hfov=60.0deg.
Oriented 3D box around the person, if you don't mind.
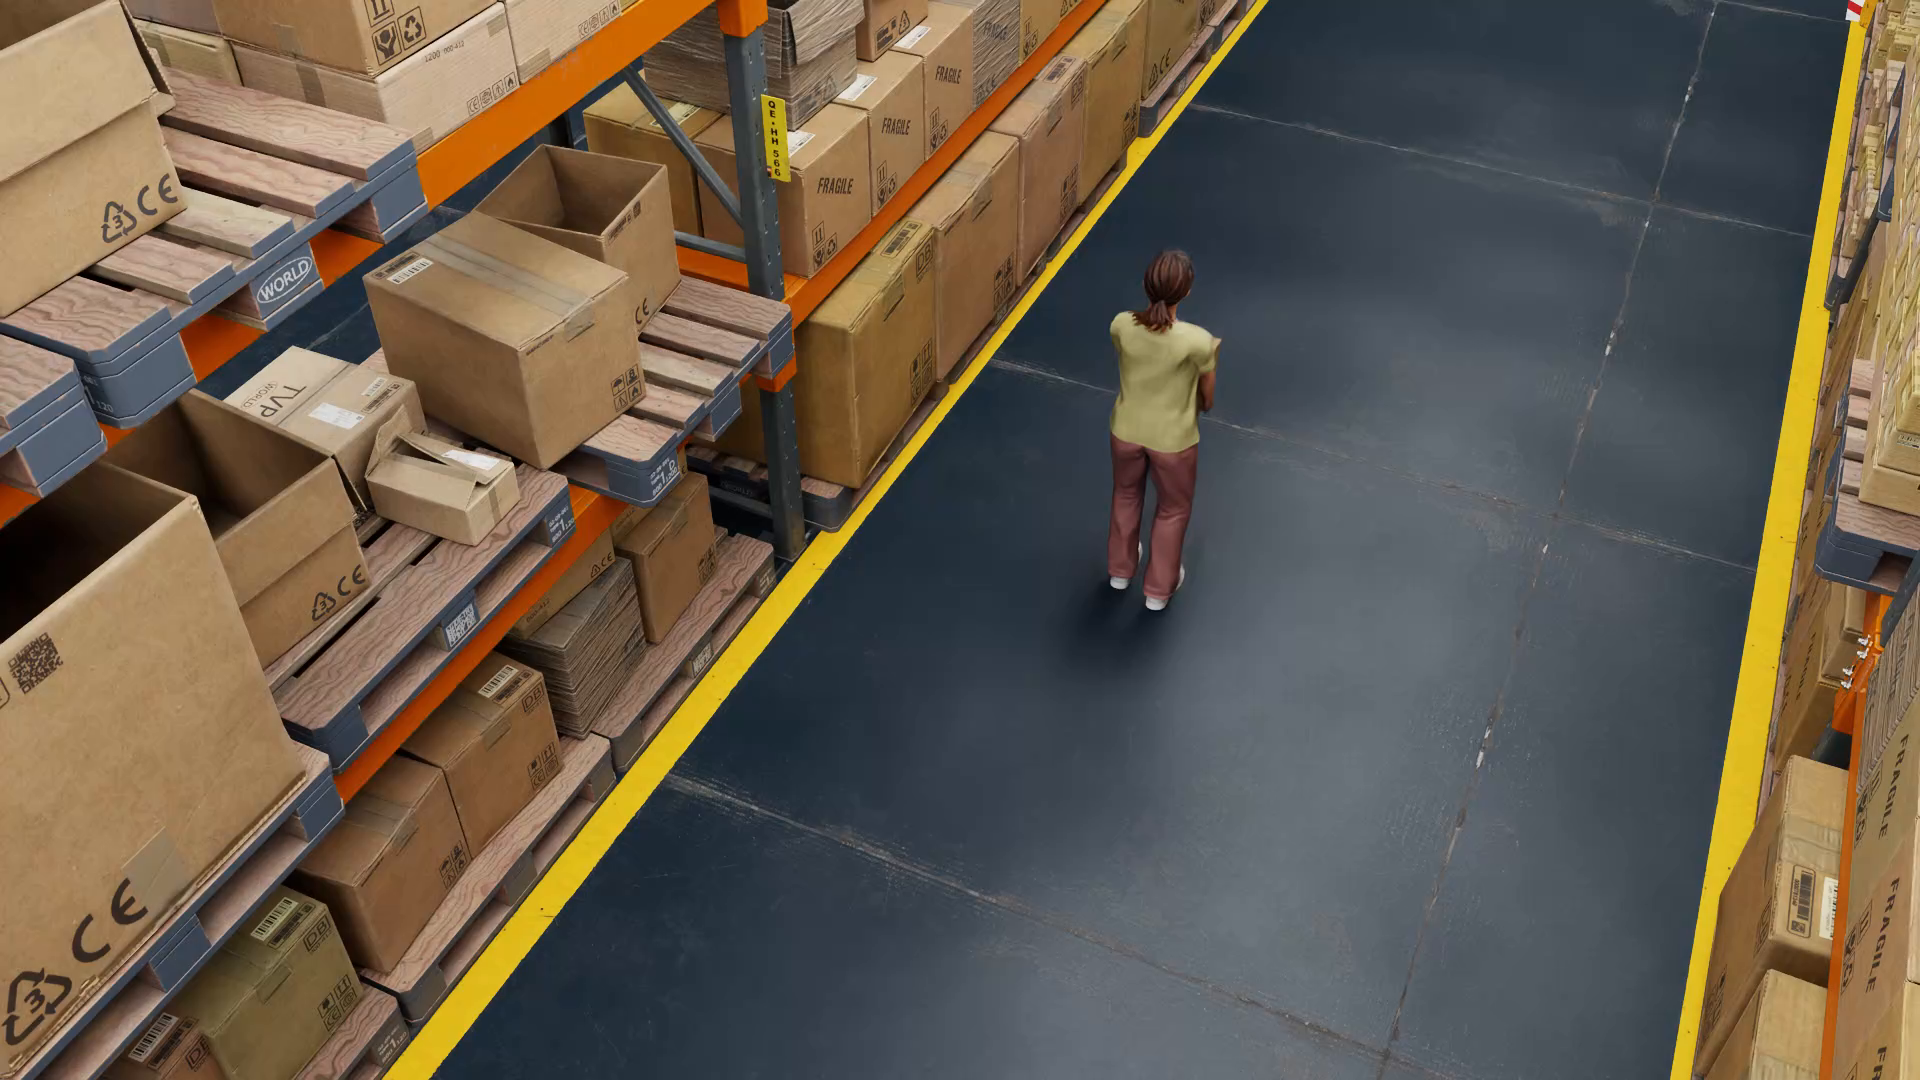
[{"bbox_3d":[0.805,-0.477,6.697,0.407,1.668,0.504,17,45,18],"label":"person"}]
